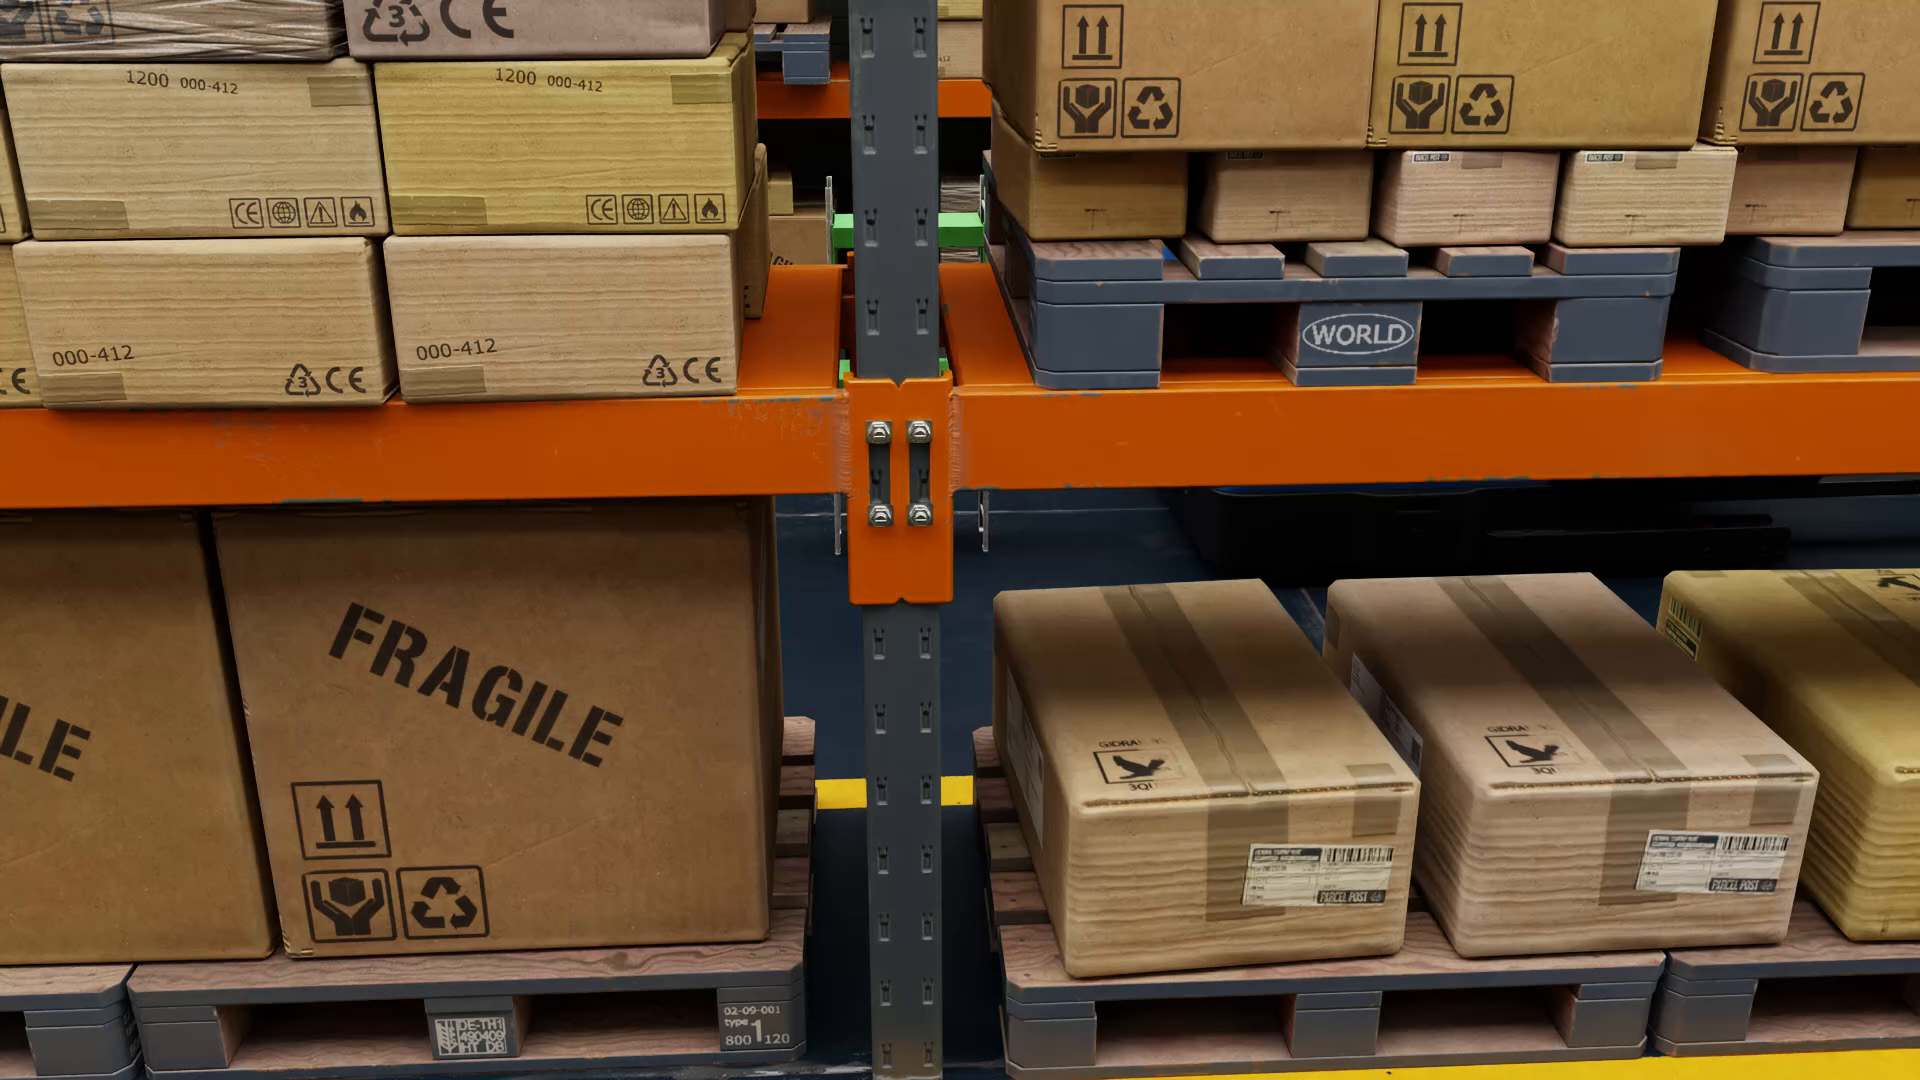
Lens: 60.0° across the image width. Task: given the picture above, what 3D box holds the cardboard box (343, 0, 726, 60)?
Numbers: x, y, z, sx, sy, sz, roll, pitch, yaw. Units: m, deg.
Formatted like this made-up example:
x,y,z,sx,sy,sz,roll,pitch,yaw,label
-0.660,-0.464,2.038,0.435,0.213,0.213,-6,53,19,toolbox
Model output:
x,y,z,sx,sy,sz,roll,pitch,yaw,label
-0.624,-0.999,2.483,0.500,0.500,0.500,-2,21,-5,cardboard box

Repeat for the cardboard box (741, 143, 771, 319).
x,y,z,sx,sy,sz,roll,pitch,yaw,label
-0.626,-0.598,3.186,0.500,0.250,0.500,-2,21,-4,cardboard box

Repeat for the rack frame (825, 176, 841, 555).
x,y,z,sx,sy,sz,roll,pitch,yaw,label
-0.409,-0.552,5.386,0.015,1.200,0.240,-1,21,-3,rack frame

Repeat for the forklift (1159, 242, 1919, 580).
x,y,z,sx,sy,sz,roll,pitch,yaw,label
2.237,-1.447,5.304,3.031,2.935,1.130,-2,21,-5,forklift

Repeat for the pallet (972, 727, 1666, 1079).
x,y,z,sx,sy,sz,roll,pitch,yaw,label
0.657,0.699,3.487,1.213,0.211,1.003,-1,21,-3,pallet

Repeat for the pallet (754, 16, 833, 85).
x,y,z,sx,sy,sz,roll,pitch,yaw,label
-1.083,-2.223,7.514,1.003,0.211,1.213,-1,21,-3,pallet

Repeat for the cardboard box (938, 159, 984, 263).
x,y,z,sx,sy,sz,roll,pitch,yaw,label
0.213,-1.446,7.950,0.625,0.625,0.875,-1,21,-1,cardboard box

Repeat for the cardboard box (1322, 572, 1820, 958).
x,y,z,sx,sy,sz,roll,pitch,yaw,label
1.178,0.418,3.411,0.625,0.372,0.950,-2,21,-4,cardboard box

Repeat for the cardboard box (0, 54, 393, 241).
x,y,z,sx,sy,sz,roll,pitch,yaw,label
-1.104,-0.640,2.595,0.500,0.250,0.500,-2,21,-4,cardboard box

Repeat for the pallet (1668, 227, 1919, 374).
x,y,z,sx,sy,sz,roll,pitch,yaw,label
1.851,-0.554,3.129,1.213,0.211,1.003,-1,21,-3,pallet

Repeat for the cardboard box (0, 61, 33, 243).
x,y,z,sx,sy,sz,roll,pitch,yaw,label
-1.614,-0.622,2.548,0.500,0.250,0.500,-2,21,-4,cardboard box

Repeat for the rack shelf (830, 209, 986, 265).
x,y,z,sx,sy,sz,roll,pitch,yaw,label
-0.165,-0.946,5.251,0.480,0.148,0.258,-1,21,-3,rack shelf

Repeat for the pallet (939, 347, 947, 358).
x,y,z,sx,sy,sz,roll,pitch,yaw,label
0.414,-1.051,8.085,1.213,0.211,1.003,-1,21,-3,pallet

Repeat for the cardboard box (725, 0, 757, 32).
x,y,z,sx,sy,sz,roll,pitch,yaw,label
-0.629,-1.179,2.957,0.500,0.500,0.500,-2,21,-5,cardboard box

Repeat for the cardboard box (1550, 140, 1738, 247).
x,y,z,sx,sy,sz,roll,pitch,yaw,label
1.048,-0.589,2.715,0.250,0.149,0.380,-1,21,-3,cardboard box

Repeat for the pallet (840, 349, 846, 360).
x,y,z,sx,sy,sz,roll,pitch,yaw,label
-1.158,-1.047,8.073,1.213,0.211,1.003,-1,21,-3,pallet

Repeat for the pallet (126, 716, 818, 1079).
x,y,z,sx,sy,sz,roll,pitch,yaw,label
-0.914,0.704,3.475,1.213,0.211,1.003,-1,21,-3,pallet

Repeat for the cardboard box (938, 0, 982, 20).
x,y,z,sx,sy,sz,roll,pitch,yaw,label
0.048,-2.428,7.292,0.500,0.250,0.500,-1,21,-3,cardboard box

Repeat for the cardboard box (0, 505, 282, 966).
x,y,z,sx,sy,sz,roll,pitch,yaw,label
-1.708,0.209,3.251,0.875,0.875,0.875,-1,21,-2,cardboard box

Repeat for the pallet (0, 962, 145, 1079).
x,y,z,sx,sy,sz,roll,pitch,yaw,label
-2.130,0.728,3.413,1.213,0.211,1.003,-1,21,-3,pallet

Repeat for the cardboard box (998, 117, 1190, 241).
x,y,z,sx,sy,sz,roll,pitch,yaw,label
0.212,-0.608,2.765,0.250,0.149,0.380,-2,21,-6,cardboard box

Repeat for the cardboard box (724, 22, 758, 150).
x,y,z,sx,sy,sz,roll,pitch,yaw,label
-0.643,-0.829,3.092,0.500,0.250,0.500,-1,21,-3,cardboard box

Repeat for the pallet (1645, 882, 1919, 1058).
x,y,z,sx,sy,sz,roll,pitch,yaw,label
1.872,0.676,3.549,1.213,0.211,1.003,-1,21,-3,pallet

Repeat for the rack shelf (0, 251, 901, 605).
x,y,z,sx,sy,sz,roll,pitch,yaw,label
-2.120,-0.212,2.972,4.000,0.370,1.077,-1,21,-3,rack shelf

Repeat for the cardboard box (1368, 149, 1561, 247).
x,y,z,sx,sy,sz,roll,pitch,yaw,label
0.772,-0.591,2.720,0.250,0.149,0.380,-3,21,-7,cardboard box

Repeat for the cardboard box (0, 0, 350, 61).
x,y,z,sx,sy,sz,roll,pitch,yaw,label
-1.136,-0.986,2.448,0.500,0.500,0.500,-1,21,-2,cardboard box

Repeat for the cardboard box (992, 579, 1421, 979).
x,y,z,sx,sy,sz,roll,pitch,yaw,label
0.442,0.435,3.364,0.625,0.372,0.950,-3,21,-7,cardboard box

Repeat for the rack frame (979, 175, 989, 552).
x,y,z,sx,sy,sz,roll,pitch,yaw,label
0.078,-0.562,5.412,0.015,1.200,0.240,-1,21,-3,rack frame

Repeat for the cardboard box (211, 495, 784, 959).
x,y,z,sx,sy,sz,roll,pitch,yaw,label
-0.817,0.193,3.295,0.875,0.875,0.875,-1,21,-4,cardboard box

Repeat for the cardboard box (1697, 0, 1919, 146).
x,y,z,sx,sy,sz,roll,pitch,yaw,label
1.389,-0.924,2.682,0.500,0.500,0.500,-1,21,-2,cardboard box

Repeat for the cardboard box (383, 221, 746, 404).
x,y,z,sx,sy,sz,roll,pitch,yaw,label
-0.613,-0.416,2.708,0.500,0.250,0.500,-2,21,-5,cardboard box

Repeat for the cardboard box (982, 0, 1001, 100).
x,y,z,sx,sy,sz,roll,pitch,yaw,label
0.315,-1.078,3.089,0.500,0.500,0.500,-2,21,-5,cardboard box

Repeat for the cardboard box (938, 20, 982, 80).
x,y,z,sx,sy,sz,roll,pitch,yaw,label
0.047,-2.204,7.404,0.500,0.250,0.500,-1,21,-3,cardboard box

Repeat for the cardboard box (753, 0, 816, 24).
x,y,z,sx,sy,sz,roll,pitch,yaw,label
-0.933,-2.640,7.608,0.500,0.500,0.500,0,21,-1,cardboard box

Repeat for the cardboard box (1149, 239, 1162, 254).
x,y,z,sx,sy,sz,roll,pitch,yaw,label
0.865,-1.462,7.992,0.625,0.625,0.875,0,21,-1,cardboard box

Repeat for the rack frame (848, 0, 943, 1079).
x,y,z,sx,sy,sz,roll,pitch,yaw,label
-0.123,-0.588,2.951,0.127,3.000,1.000,-1,21,-3,rack frame

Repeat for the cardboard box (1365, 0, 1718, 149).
x,y,z,sx,sy,sz,roll,pitch,yaw,label
0.859,-0.910,2.648,0.500,0.500,0.500,0,21,0,cardboard box

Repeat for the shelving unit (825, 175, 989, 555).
x,y,z,sx,sy,sz,roll,pitch,yaw,label
-0.165,-0.557,5.399,0.503,1.200,0.258,-1,21,-3,shelving unit

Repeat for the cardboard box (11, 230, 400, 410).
x,y,z,sx,sy,sz,roll,pitch,yaw,label
-1.122,-0.400,2.666,0.500,0.250,0.500,-1,21,-2,cardboard box

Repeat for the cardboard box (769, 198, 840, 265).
x,y,z,sx,sy,sz,roll,pitch,yaw,label
-0.820,-1.295,7.729,0.500,0.500,0.500,-1,21,-1,cardboard box

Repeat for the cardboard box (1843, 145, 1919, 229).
x,y,z,sx,sy,sz,roll,pitch,yaw,label
1.564,-0.641,2.852,0.250,0.149,0.380,0,21,-1,cardboard box

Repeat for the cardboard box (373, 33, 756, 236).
x,y,z,sx,sy,sz,roll,pitch,yaw,label
-0.592,-0.652,2.626,0.500,0.250,0.500,-1,21,-3,cardboard box

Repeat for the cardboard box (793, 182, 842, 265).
x,y,z,sx,sy,sz,roll,pitch,yaw,label
-0.847,-1.471,8.191,0.500,0.500,0.500,0,21,-1,cardboard box

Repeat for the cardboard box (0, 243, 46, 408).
x,y,z,sx,sy,sz,roll,pitch,yaw,label
-1.626,-0.395,2.654,0.500,0.250,0.500,-1,21,-4,cardboard box

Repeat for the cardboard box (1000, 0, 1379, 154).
x,y,z,sx,sy,sz,roll,pitch,yaw,label
0.339,-0.897,2.613,0.500,0.500,0.500,-2,21,-5,cardboard box

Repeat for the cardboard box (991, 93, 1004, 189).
x,y,z,sx,sy,sz,roll,pitch,yaw,label
0.191,-0.757,3.158,0.250,0.149,0.380,0,21,-1,cardboard box

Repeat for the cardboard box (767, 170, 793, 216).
x,y,z,sx,sy,sz,roll,pitch,yaw,label
-0.889,-1.583,7.574,0.250,0.149,0.380,-2,21,-6,cardboard box

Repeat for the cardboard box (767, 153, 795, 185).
x,y,z,sx,sy,sz,roll,pitch,yaw,label
-0.949,-1.783,8.099,0.250,0.149,0.380,0,21,0,cardboard box

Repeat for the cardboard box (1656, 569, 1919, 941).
x,y,z,sx,sy,sz,roll,pitch,yaw,label
1.935,0.404,3.446,0.625,0.372,0.950,0,21,-1,cardboard box

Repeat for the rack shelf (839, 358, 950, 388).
x,y,z,sx,sy,sz,roll,pitch,yaw,label
-0.165,-0.498,5.421,0.480,0.148,0.258,-1,21,-3,rack shelf

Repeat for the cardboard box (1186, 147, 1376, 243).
x,y,z,sx,sy,sz,roll,pitch,yaw,label
0.496,-0.602,2.748,0.250,0.149,0.380,-2,21,-6,cardboard box

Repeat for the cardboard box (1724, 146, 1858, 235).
x,y,z,sx,sy,sz,roll,pitch,yaw,label
1.284,-0.622,2.801,0.250,0.149,0.380,0,21,0,cardboard box

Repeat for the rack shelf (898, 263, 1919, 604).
x,y,z,sx,sy,sz,roll,pitch,yaw,label
1.874,-0.293,3.185,4.000,0.370,1.077,-1,21,-3,rack shelf

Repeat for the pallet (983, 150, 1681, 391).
x,y,z,sx,sy,sz,roll,pitch,yaw,label
0.582,-0.551,3.122,1.003,0.211,1.213,-1,21,-3,pallet

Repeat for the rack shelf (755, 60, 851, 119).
x,y,z,sx,sy,sz,roll,pitch,yaw,label
-2.407,-1.975,7.603,4.000,0.370,1.077,-1,21,-3,rack shelf

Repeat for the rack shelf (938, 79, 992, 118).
x,y,z,sx,sy,sz,roll,pitch,yaw,label
1.587,-2.056,7.817,4.000,0.370,1.077,-1,21,-3,rack shelf
